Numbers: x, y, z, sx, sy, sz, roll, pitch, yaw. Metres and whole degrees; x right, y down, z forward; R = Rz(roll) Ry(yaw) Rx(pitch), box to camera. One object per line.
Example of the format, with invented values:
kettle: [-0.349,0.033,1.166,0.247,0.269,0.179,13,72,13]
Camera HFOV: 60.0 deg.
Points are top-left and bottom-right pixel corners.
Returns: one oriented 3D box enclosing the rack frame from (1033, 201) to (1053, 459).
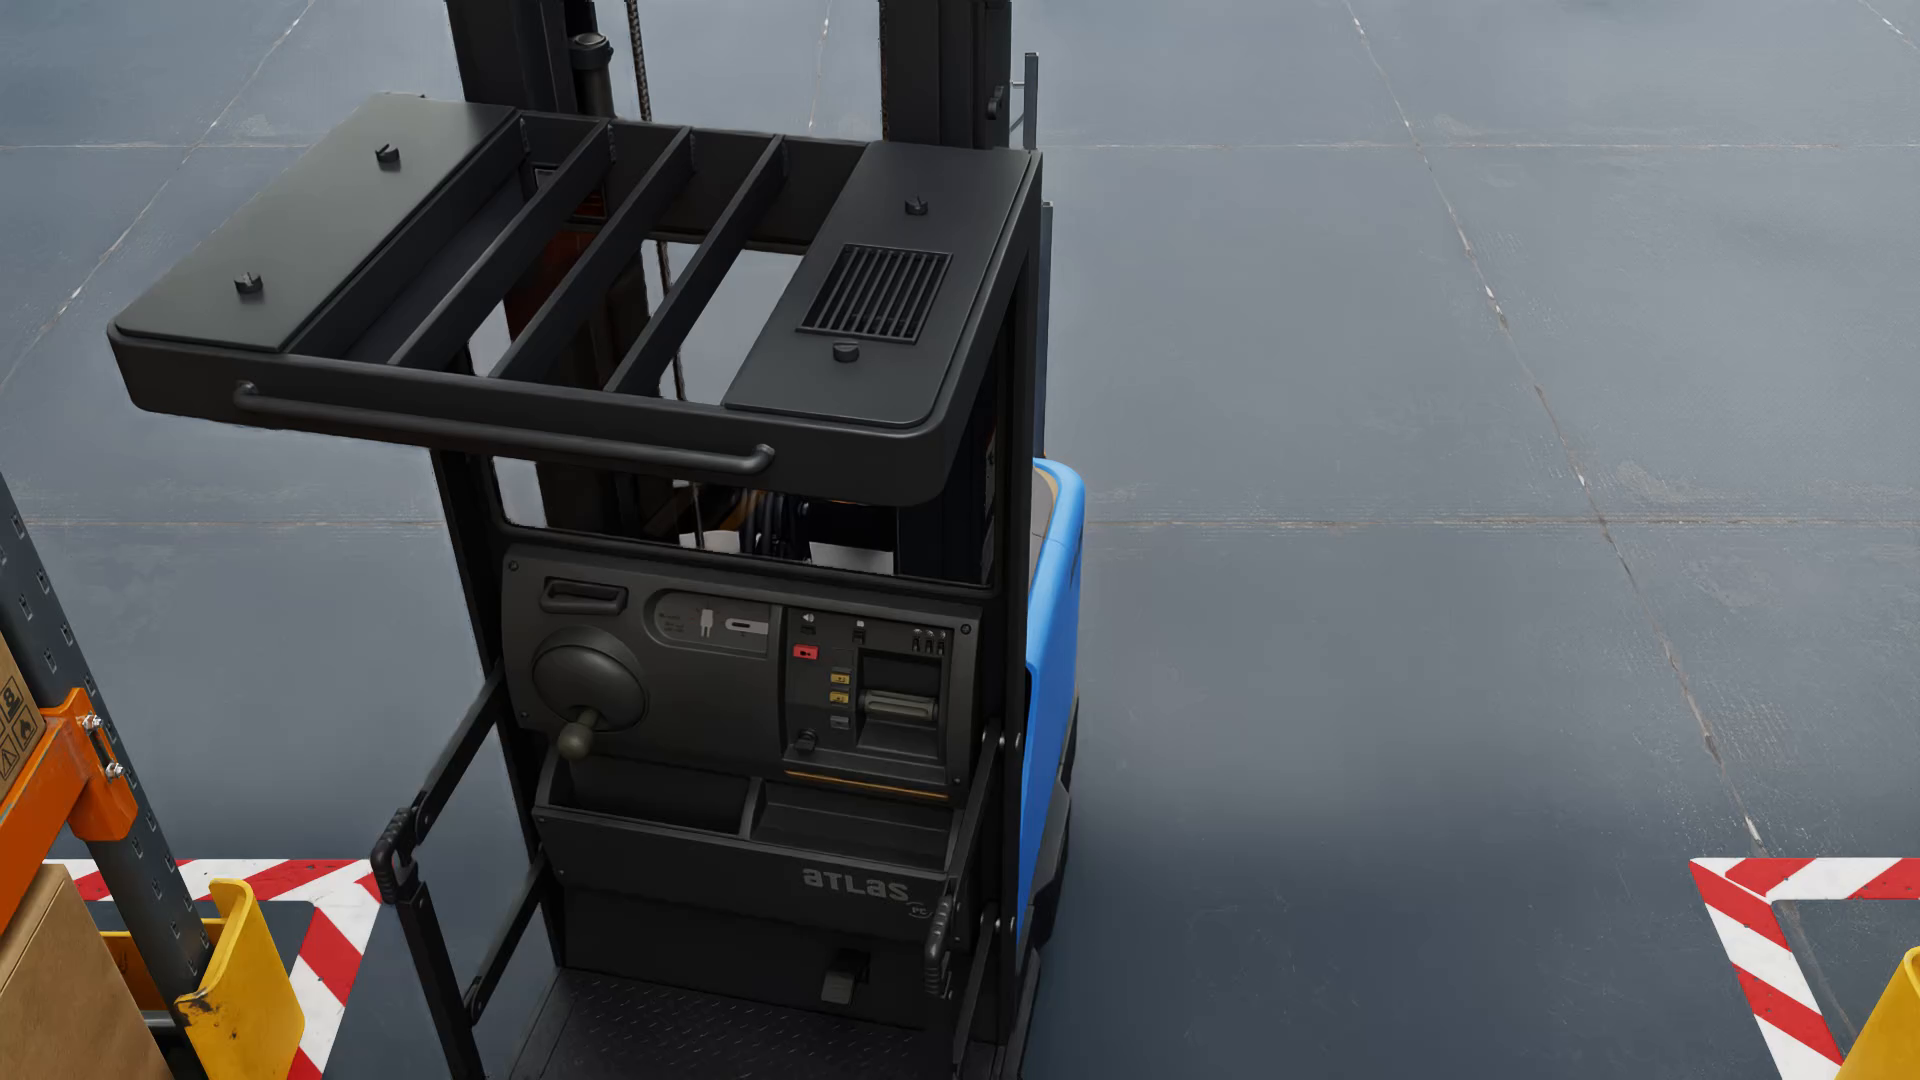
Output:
rack frame: [0.000,-0.321,4.951,0.500,1.500,0.032,0,39,0]

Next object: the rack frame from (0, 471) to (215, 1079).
rack frame: [-2.245,0.147,3.169,1.000,3.000,0.127,0,39,0]

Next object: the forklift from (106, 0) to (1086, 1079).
forklift: [-0.467,0.334,2.990,1.130,2.935,3.031,7,39,9]

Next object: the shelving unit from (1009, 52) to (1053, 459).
shelving unit: [0.000,-0.633,5.340,0.587,1.500,1.083,0,39,0]

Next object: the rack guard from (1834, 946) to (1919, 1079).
rack guard: [2.715,1.229,3.817,1.175,0.500,0.348,0,39,0]

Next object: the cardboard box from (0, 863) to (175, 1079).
cardboard box: [-2.178,1.236,3.173,0.875,0.875,0.875,0,39,0]

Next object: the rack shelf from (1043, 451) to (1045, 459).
rack shelf: [0.000,-0.498,5.460,0.538,0.185,1.000,0,39,0]

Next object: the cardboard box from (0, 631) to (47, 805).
cardboard box: [-2.199,0.320,2.832,0.875,0.550,0.550,0,39,0]

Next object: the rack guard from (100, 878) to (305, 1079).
rack guard: [-2.245,1.107,3.969,1.175,0.500,0.348,0,39,0]

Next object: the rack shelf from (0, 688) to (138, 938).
rack shelf: [-2.242,1.678,1.833,1.077,0.370,4.000,0,39,0]

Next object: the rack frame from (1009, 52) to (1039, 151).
rack frame: [-0.001,-0.956,5.744,0.500,1.500,0.032,0,39,0]
